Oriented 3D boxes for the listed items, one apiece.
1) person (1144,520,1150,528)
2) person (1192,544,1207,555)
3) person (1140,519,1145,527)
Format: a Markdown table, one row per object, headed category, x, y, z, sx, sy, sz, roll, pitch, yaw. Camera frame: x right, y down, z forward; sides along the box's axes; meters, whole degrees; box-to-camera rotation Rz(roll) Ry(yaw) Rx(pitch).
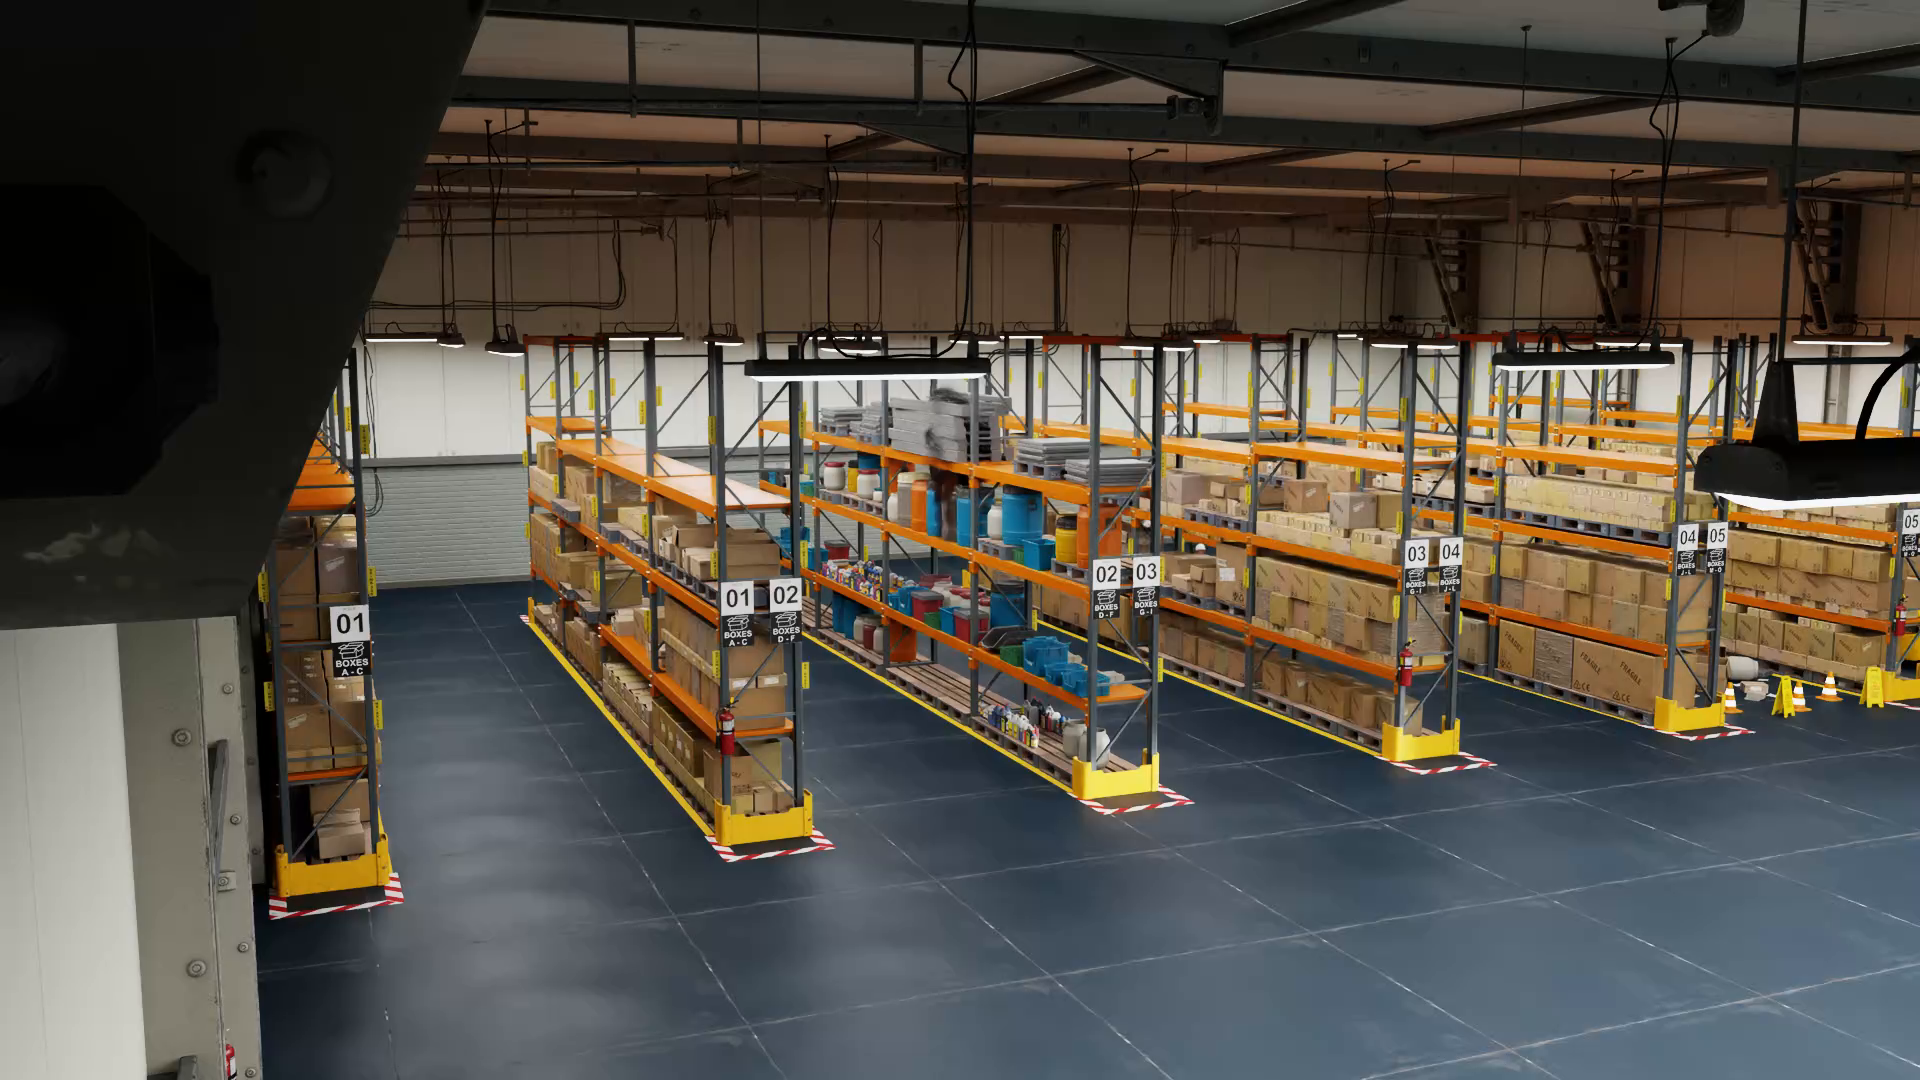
| category | x | y | z | sx | sy | sz | roll | pitch | yaw |
| --- | --- | --- | --- | --- | --- | --- | --- | --- | --- |
| person | 4.800 | -0.049 | 41.844 | 0.609 | 1.651 | 0.545 | 4 | 9 | 29 |
| person | 4.898 | 0.907 | 34.489 | 0.669 | 1.698 | 0.749 | -4 | 8 | -26 |
| person | 4.341 | 0.089 | 41.126 | 0.573 | 1.557 | 0.572 | -6 | 10 | -39 |
